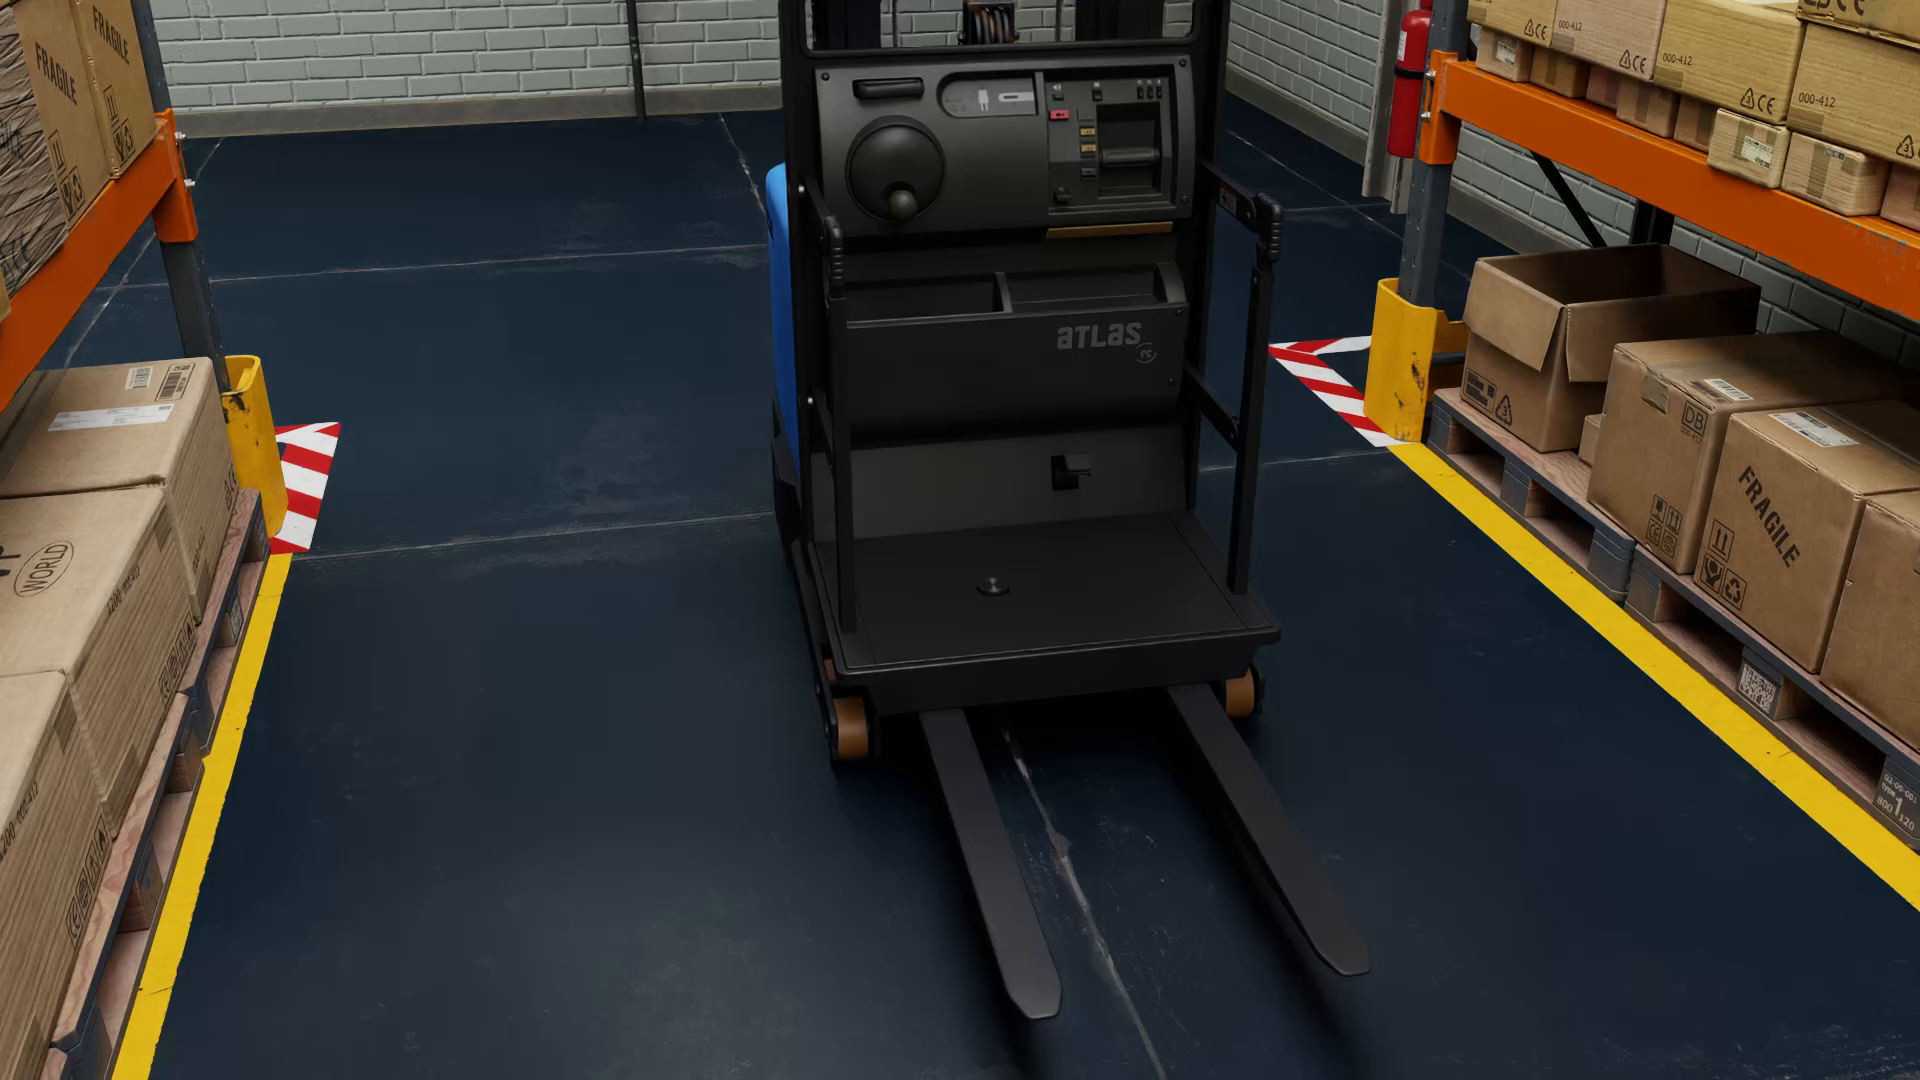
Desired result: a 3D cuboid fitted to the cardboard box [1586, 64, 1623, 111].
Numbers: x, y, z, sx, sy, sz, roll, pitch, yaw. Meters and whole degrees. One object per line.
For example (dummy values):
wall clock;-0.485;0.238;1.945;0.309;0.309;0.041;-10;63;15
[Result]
cardboard box;2.080;-1.347;4.868;0.380;0.149;0.250;-6;27;-12

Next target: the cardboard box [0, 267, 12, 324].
cardboard box;-2.038;-0.532;2.864;0.500;0.500;0.500;-5;27;-10

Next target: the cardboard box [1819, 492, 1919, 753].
cardboard box;2.512;0.192;3.849;0.700;0.500;0.500;-7;28;-14

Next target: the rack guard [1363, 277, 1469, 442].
rack guard;2.095;-0.700;6.083;1.175;0.500;0.348;-6;27;-12

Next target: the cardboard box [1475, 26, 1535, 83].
cardboard box;1.884;-1.565;5.301;0.380;0.149;0.250;-6;27;-12

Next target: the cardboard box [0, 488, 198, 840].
cardboard box;-2.297;0.293;3.718;0.875;0.438;0.875;-5;27;-10

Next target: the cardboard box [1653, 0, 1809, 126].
cardboard box;2.149;-1.246;4.225;0.500;0.250;0.500;-6;27;-13

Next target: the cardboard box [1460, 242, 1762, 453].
cardboard box;2.123;-0.645;5.503;0.797;0.503;0.637;-7;28;-14

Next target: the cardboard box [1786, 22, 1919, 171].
cardboard box;2.285;-1.023;3.785;0.500;0.250;0.500;-7;28;-13

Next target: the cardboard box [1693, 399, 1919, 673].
cardboard box;2.299;-0.022;4.272;0.500;0.500;0.500;-5;27;-11

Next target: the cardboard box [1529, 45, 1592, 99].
cardboard box;1.987;-1.458;5.089;0.380;0.149;0.250;-5;27;-10

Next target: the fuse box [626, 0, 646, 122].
fuse box;-1.972;-3.391;10.070;0.539;1.711;0.414;-6;27;-12

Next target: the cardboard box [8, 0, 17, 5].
cardboard box;-2.271;-1.421;3.516;0.500;0.500;0.500;-6;27;-11

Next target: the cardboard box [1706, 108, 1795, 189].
cardboard box;2.126;-0.995;4.171;0.380;0.149;0.250;-7;28;-13

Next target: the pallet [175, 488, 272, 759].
pallet;-2.501;0.244;4.533;1.003;0.211;1.213;-6;27;-12

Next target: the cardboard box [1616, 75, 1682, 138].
cardboard box;2.077;-1.229;4.636;0.380;0.149;0.250;-5;27;-10

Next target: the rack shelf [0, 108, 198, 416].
rack shelf;-2.307;-0.145;3.007;1.077;0.370;4.000;-6;27;-12

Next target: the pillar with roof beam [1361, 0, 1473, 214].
pillar with roof beam;-1.846;-5.366;5.894;9.100;9.000;0.400;-6;27;-12

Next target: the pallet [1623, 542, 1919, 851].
pallet;2.547;0.313;4.396;1.003;0.211;1.213;-6;27;-12

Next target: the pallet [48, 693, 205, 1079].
pallet;-2.230;0.778;3.474;1.003;0.211;1.213;-6;27;-12

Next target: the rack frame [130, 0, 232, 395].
rack frame;-2.758;-1.344;4.584;1.000;3.000;0.127;-6;27;-12

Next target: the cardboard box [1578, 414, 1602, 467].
cardboard box;2.181;-0.296;5.205;0.380;0.149;0.250;-7;28;-14

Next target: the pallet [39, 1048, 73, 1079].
pallet;-1.951;1.315;2.410;1.003;0.211;1.213;-6;27;-12

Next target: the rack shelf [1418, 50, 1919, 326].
rack shelf;2.528;-0.651;4.008;1.077;0.370;4.000;-6;27;-12

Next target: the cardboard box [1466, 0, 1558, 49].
cardboard box;1.917;-1.689;5.104;0.500;0.250;0.500;-6;27;-11

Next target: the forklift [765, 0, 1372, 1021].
forklift;0.161;-0.935;3.850;1.130;2.935;3.031;-5;27;-10

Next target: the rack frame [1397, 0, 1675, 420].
rack frame;2.077;-1.850;5.586;1.000;3.000;0.127;-6;27;-12

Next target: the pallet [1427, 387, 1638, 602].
pallet;2.275;-0.221;5.455;1.003;0.211;1.213;-6;27;-12

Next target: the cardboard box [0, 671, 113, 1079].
cardboard box;-2.095;0.689;2.934;0.875;0.438;0.875;-7;28;-13

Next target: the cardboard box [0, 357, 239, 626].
cardboard box;-2.511;-0.108;4.513;0.875;0.438;0.875;-7;28;-13

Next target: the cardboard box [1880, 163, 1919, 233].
cardboard box;2.331;-0.775;3.736;0.380;0.149;0.250;-6;27;-12

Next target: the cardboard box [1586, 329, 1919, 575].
cardboard box;2.278;-0.264;4.752;0.700;0.500;0.500;-5;27;-9

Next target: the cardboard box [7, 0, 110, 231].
cardboard box;-2.293;-0.982;3.756;0.500;0.500;0.500;-7;28;-13

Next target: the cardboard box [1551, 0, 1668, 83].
cardboard box;2.031;-1.468;4.665;0.500;0.250;0.500;-6;27;-11

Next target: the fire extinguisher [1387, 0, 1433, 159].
fire extinguisher;1.594;-1.666;5.722;0.296;0.674;0.183;-6;27;-12

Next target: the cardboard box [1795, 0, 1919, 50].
cardboard box;2.256;-1.365;3.630;0.500;0.500;0.500;-5;27;-10

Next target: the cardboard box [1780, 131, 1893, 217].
cardboard box;2.205;-0.881;3.946;0.380;0.149;0.250;-5;27;-10

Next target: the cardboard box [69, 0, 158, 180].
cardboard box;-2.391;-1.204;4.195;0.500;0.500;0.500;-6;27;-11

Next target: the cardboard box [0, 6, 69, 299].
cardboard box;-2.167;-0.757;3.310;0.500;0.500;0.500;-5;27;-10

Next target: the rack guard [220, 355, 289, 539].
rack guard;-2.763;-0.239;5.168;1.175;0.500;0.348;-6;27;-12

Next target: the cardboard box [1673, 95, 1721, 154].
cardboard box;2.142;-1.113;4.406;0.380;0.149;0.250;-6;27;-11

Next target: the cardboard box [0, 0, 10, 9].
cardboard box;-2.162;-1.204;3.085;0.500;0.500;0.500;-6;27;-12
